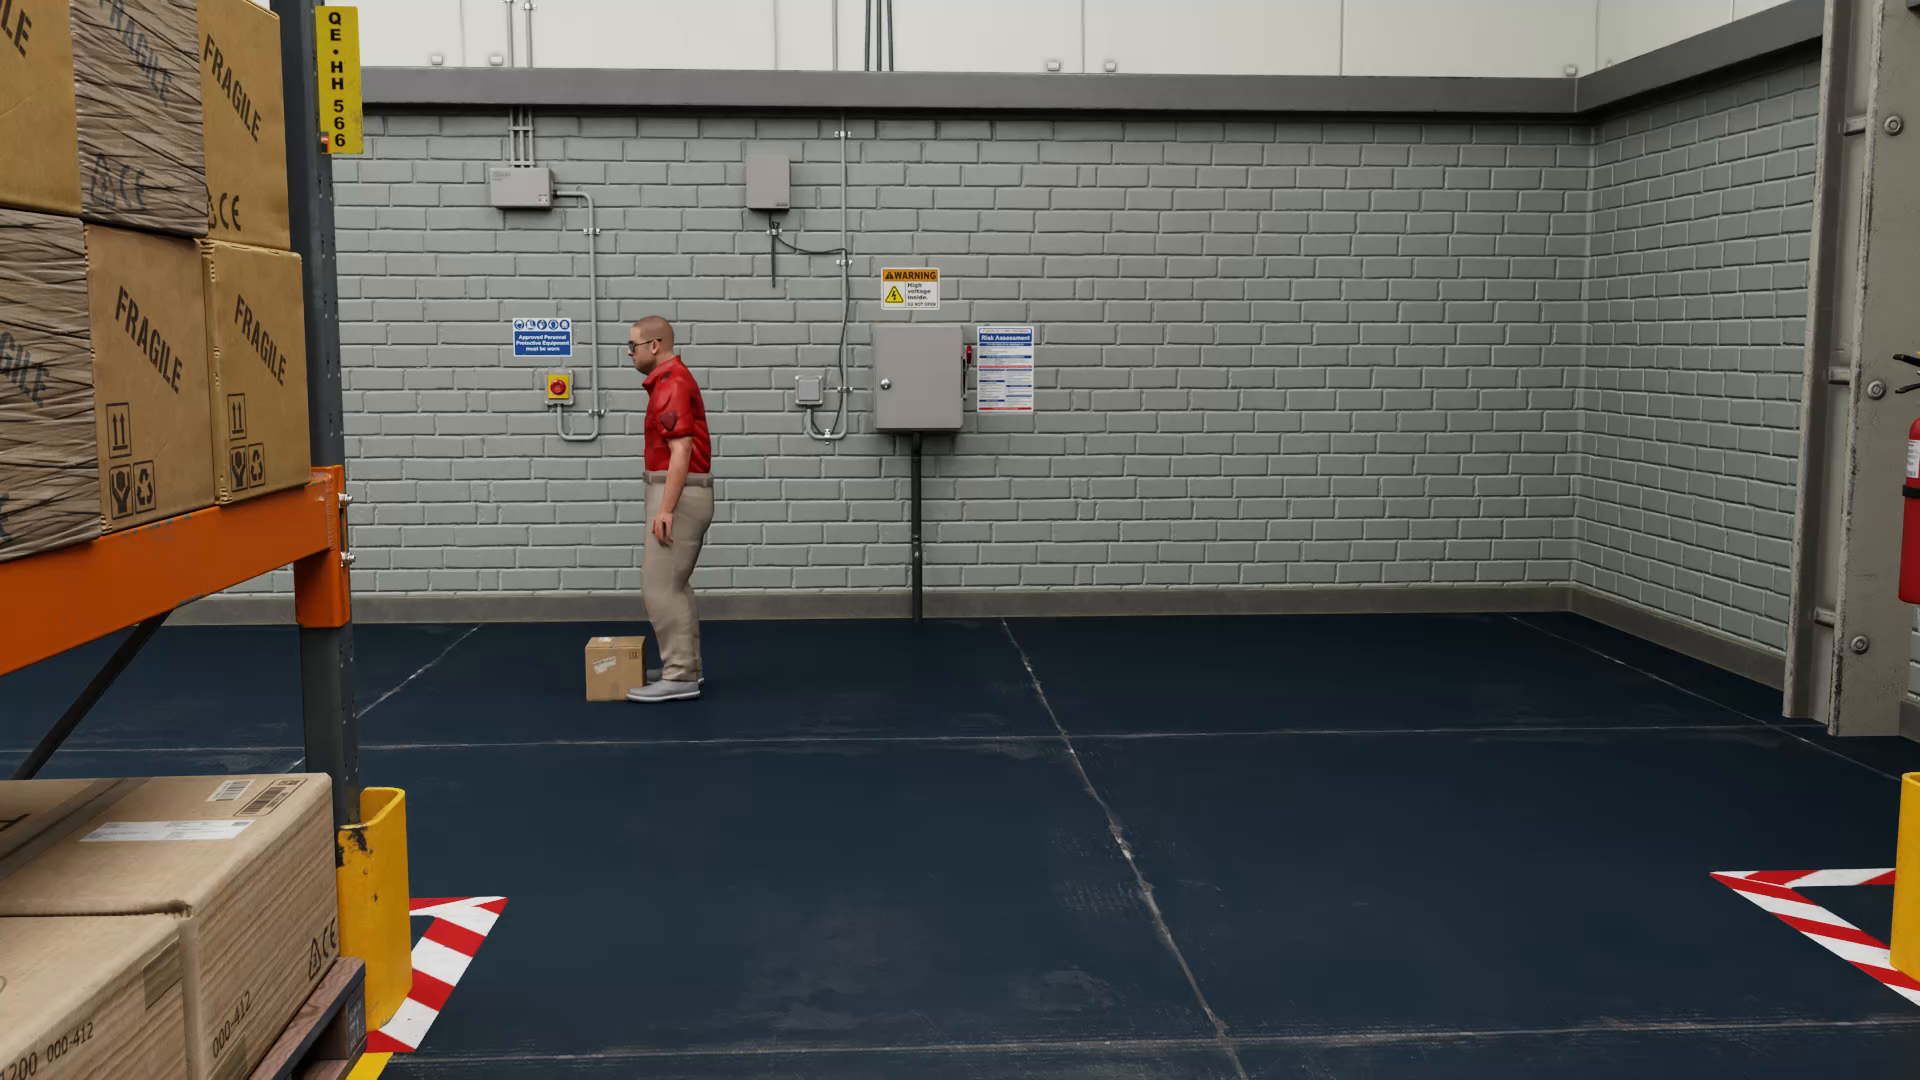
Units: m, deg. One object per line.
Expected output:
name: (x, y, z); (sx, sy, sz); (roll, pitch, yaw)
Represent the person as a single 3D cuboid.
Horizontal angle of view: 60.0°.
person: (-1.321, -0.105, 7.562); (0.402, 1.637, 0.594); (-1, 7, -7)
